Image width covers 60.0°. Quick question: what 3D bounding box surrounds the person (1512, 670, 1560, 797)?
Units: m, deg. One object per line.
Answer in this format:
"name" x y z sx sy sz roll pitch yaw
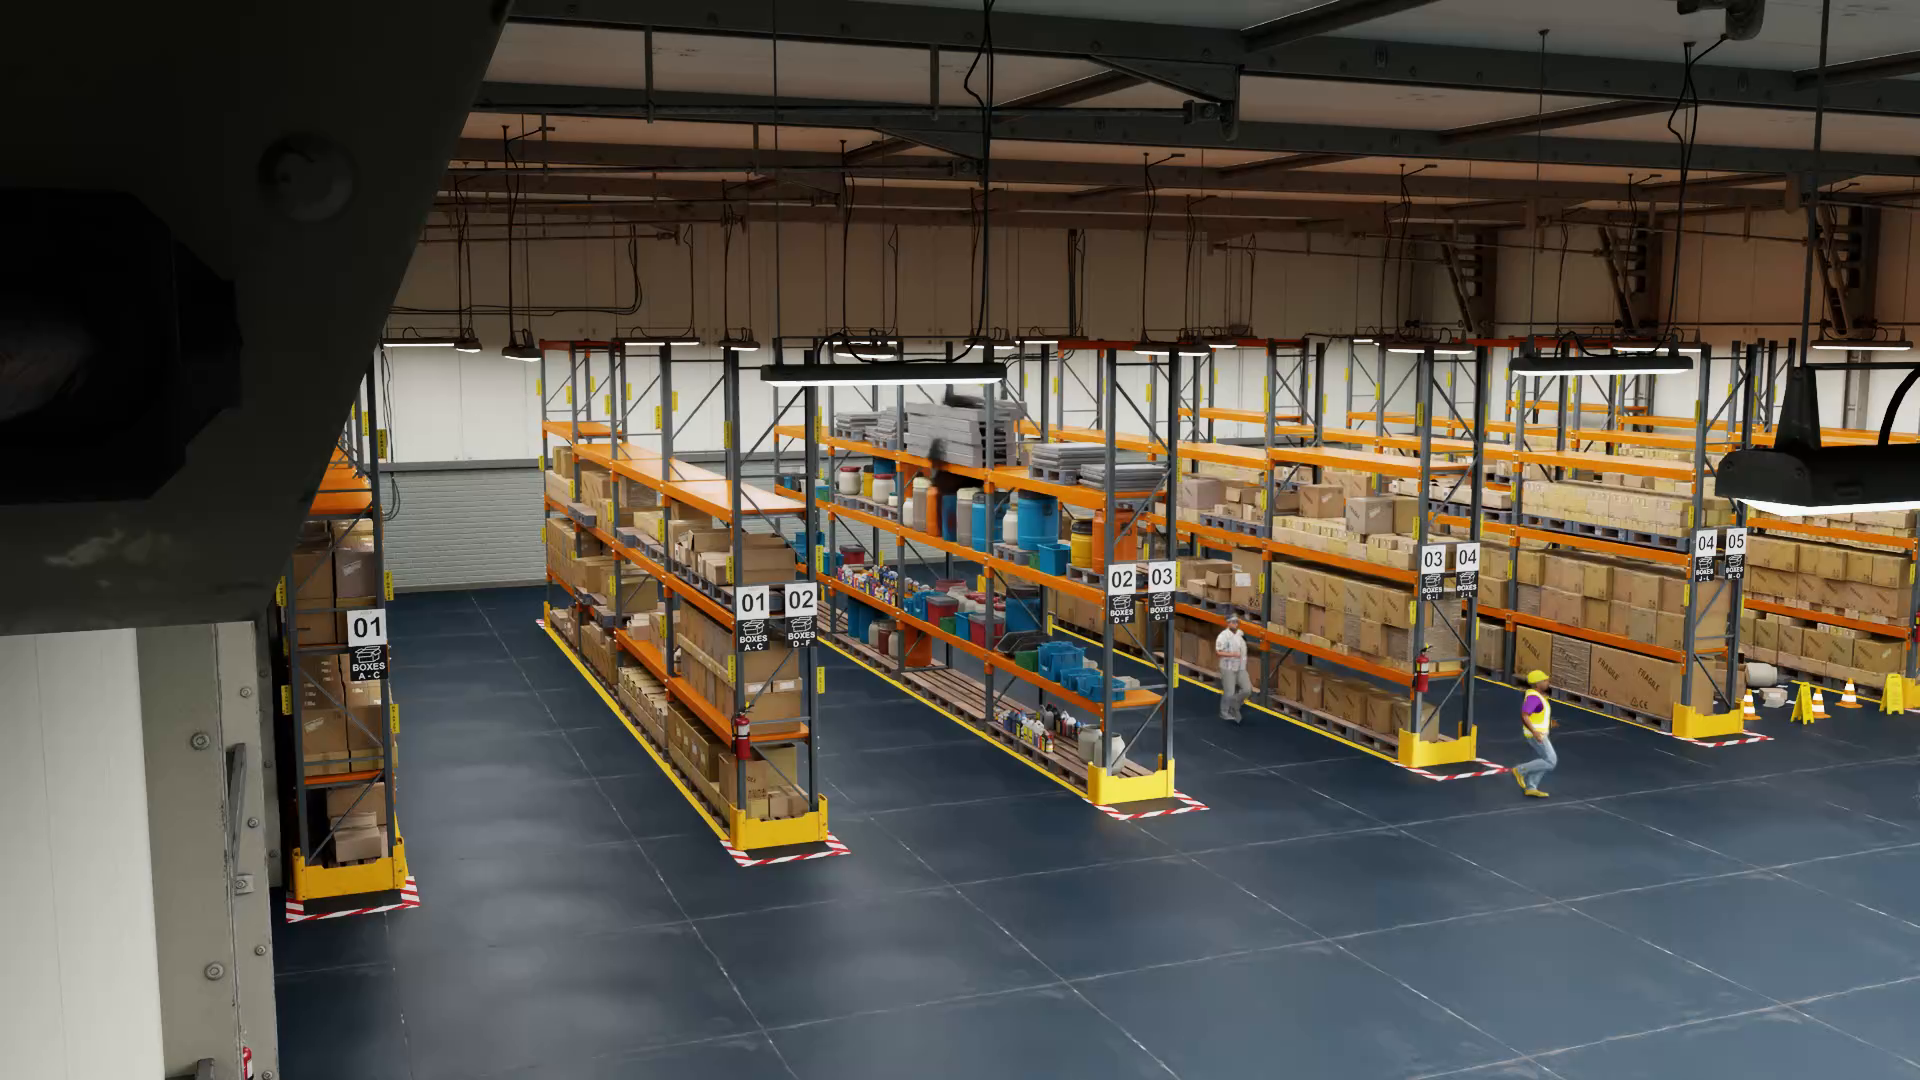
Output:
"person" 7.732 2.595 22.295 0.585 1.720 0.712 3 8 19

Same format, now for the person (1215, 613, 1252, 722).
"person" 4.366 2.044 26.372 0.625 1.789 0.651 -3 8 -24

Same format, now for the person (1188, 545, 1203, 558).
"person" 5.982 0.118 41.809 0.806 1.663 0.620 3 8 19
